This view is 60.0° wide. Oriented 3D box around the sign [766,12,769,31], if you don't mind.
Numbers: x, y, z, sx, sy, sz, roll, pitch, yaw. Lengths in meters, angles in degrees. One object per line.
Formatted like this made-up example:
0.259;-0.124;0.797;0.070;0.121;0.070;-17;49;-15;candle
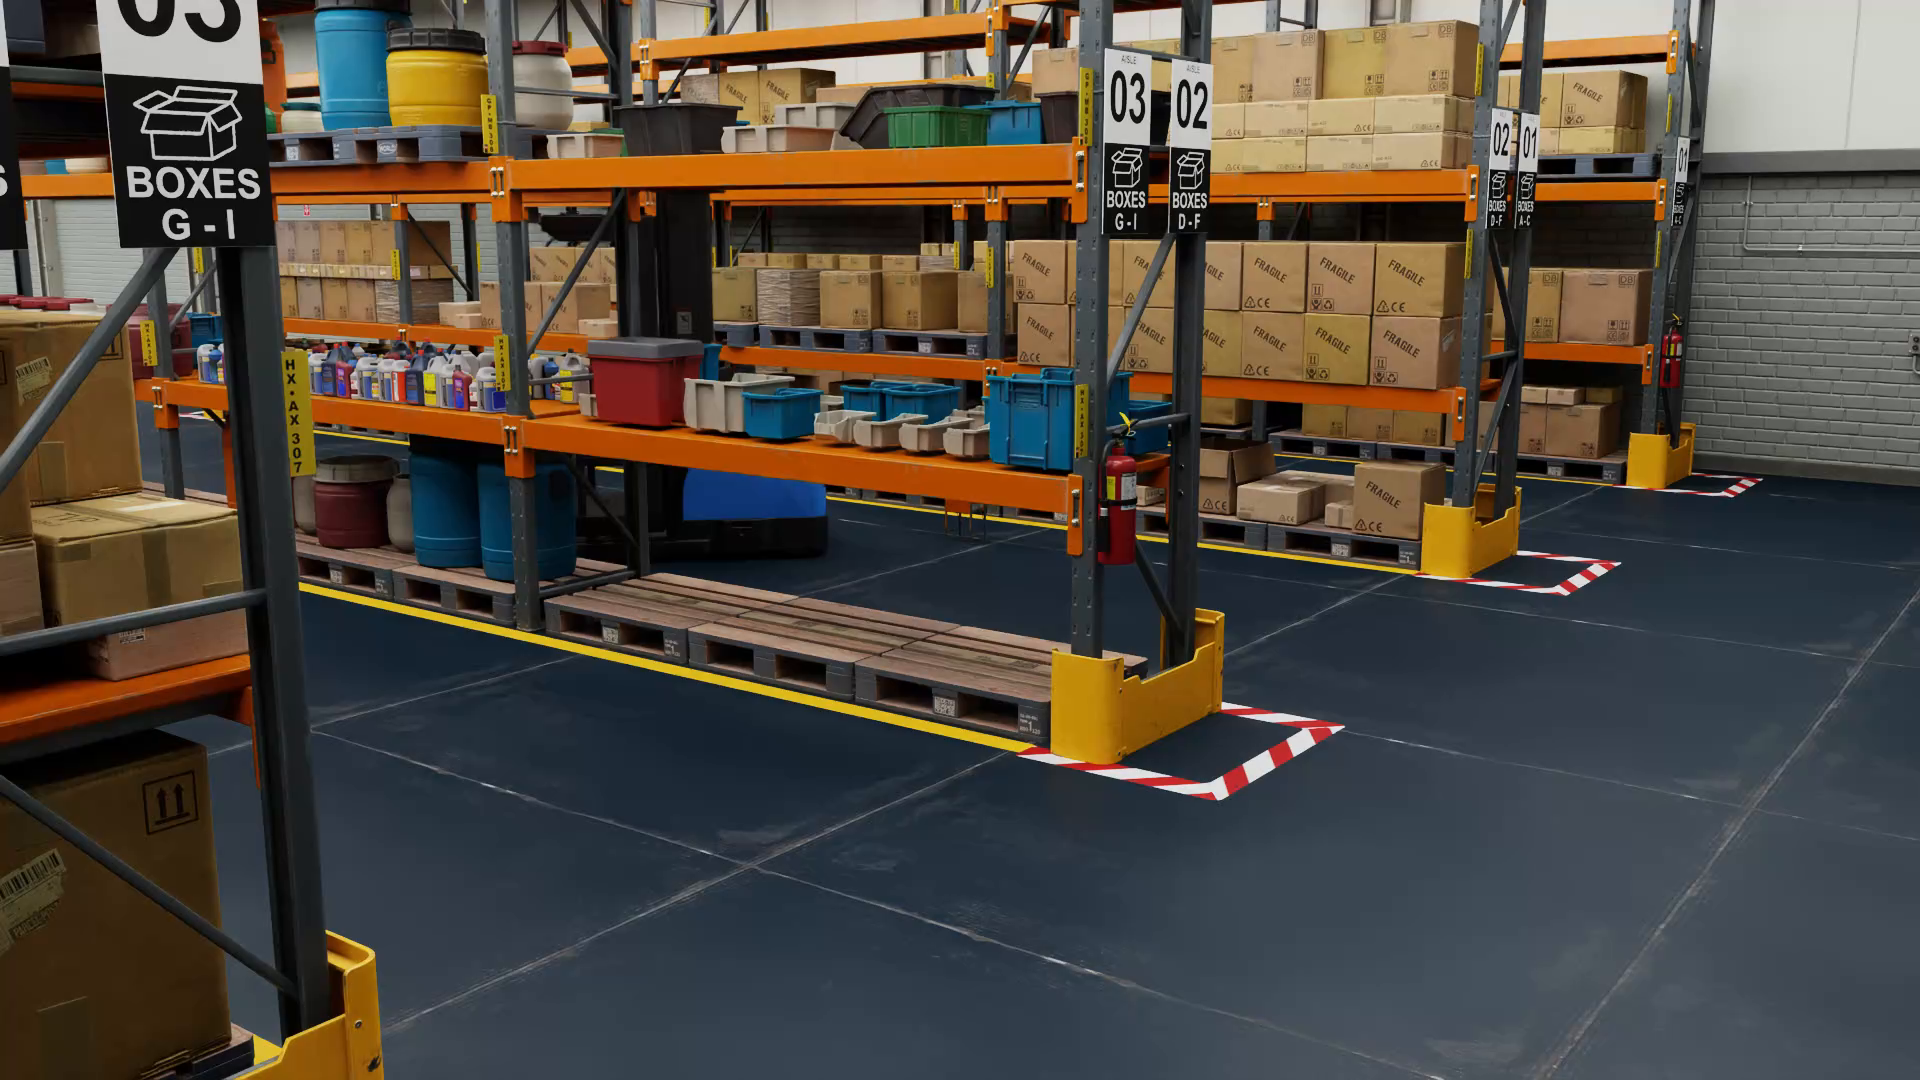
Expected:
-2.625;-6.972;22.501;0.005;0.325;0.100;8;13;36;sign

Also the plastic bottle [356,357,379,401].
-3.871;-1.062;10.946;0.135;0.276;0.152;8;13;36;plastic bottle

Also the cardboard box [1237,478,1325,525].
2.462;-0.298;12.752;0.500;0.250;0.500;8;13;36;cardboard box

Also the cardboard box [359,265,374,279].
-6.635;-3.069;19.023;0.250;0.149;0.380;7;13;34;cardboard box

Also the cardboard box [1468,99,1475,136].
3.534;-3.039;12.023;0.500;0.250;0.500;8;13;36;cardboard box

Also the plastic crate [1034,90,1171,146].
0.713;-2.033;8.090;0.590;0.269;0.497;8;13;36;plastic crate

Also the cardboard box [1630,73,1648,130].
6.277;-4.197;15.982;0.500;0.500;0.500;7;13;33;cardboard box

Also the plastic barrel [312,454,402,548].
-4.275;-0.281;11.830;0.708;0.588;0.600;8;13;36;plastic barrel

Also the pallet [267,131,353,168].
-3.971;-2.569;11.011;1.213;0.211;1.003;8;13;36;pallet

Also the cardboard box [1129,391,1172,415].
2.180;-1.809;19.036;0.750;0.750;0.750;8;14;37;cardboard box

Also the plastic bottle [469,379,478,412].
-2.984;-0.895;10.281;0.097;0.201;0.097;0;11;0;plastic bottle

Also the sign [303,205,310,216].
-11.850;-6.021;30.151;0.199;0.298;0.001;8;13;36;sign

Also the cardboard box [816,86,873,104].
-0.870;-3.741;14.941;0.600;0.600;0.600;7;13;33;cardboard box

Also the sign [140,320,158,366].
-5.909;-1.434;12.113;0.005;0.325;0.100;8;13;36;sign

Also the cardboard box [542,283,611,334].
-4.017;-2.432;17.438;0.500;0.500;0.500;7;13;33;cardboard box

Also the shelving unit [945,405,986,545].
0.043;-0.509;12.899;0.252;1.050;0.215;8;13;36;shelving unit

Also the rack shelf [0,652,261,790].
-3.685;0.348;5.230;4.000;0.370;1.077;8;13;36;rack shelf

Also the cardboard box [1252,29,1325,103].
2.551;-3.474;12.296;0.500;0.500;0.700;8;13;36;cardboard box

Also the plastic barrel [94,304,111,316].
-6.545;-1.576;12.986;0.421;0.512;0.421;0;11;0;plastic barrel

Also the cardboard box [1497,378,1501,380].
5.503;-1.547;16.894;0.250;0.149;0.380;8;14;36;cardboard box

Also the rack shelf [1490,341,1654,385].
5.111;-1.927;16.989;4.000;0.370;1.077;8;13;36;rack shelf

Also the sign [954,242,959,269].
-0.039;-3.401;19.870;0.005;0.325;0.100;8;13;36;sign

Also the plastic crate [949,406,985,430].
0.098;-0.642;8.988;0.298;0.136;0.250;8;13;36;plastic crate

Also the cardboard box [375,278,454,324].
-6.240;-2.744;19.053;0.500;0.500;0.700;8;13;34;cardboard box

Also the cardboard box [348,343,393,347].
-7.277;-2.139;20.347;0.500;0.500;0.500;8;13;36;cardboard box

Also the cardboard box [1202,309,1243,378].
2.046;-1.526;12.757;0.500;0.500;0.500;8;13;35;cardboard box

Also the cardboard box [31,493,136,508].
-2.723;-0.006;4.775;0.500;0.250;0.500;8;13;35;cardboard box

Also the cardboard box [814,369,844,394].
-1.513;-2.199;21.924;0.500;0.500;0.700;8;14;36;cardboard box

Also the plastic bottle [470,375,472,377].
-3.110;-0.948;10.557;0.097;0.201;0.097;0;11;0;plastic bottle

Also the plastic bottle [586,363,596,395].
-2.408;-1.038;10.805;0.133;0.283;0.061;8;13;36;plastic bottle

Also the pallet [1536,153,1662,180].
6.119;-3.567;15.905;1.213;0.211;1.003;8;13;36;pallet

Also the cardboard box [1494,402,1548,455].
5.696;-1.154;16.574;0.500;0.500;0.700;8;13;35;cardboard box

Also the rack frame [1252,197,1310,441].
3.499;-2.505;18.083;0.127;3.000;1.000;8;13;36;rack frame

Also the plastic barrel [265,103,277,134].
-4.871;-2.887;11.460;0.294;0.245;0.294;0;11;0;plastic barrel

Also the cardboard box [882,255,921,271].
-0.577;-3.330;20.925;0.500;0.500;0.700;6;13;30;cardboard box

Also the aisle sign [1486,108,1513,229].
3.667;-2.519;11.307;0.004;0.787;0.394;8;13;36;aisle sign

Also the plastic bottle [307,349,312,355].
-4.929;-1.345;12.608;0.097;0.201;0.097;0;11;0;plastic bottle

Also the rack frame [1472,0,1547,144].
3.794;-4.242;11.266;0.127;3.000;1.000;8;13;36;rack frame

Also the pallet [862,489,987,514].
-0.108;-0.463;14.868;1.213;0.211;1.003;8;13;36;pallet

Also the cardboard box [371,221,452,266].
-6.240;-3.381;18.930;0.500;0.500;0.700;8;14;36;cardboard box

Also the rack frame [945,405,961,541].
-0.055;-0.523;12.970;0.008;1.050;0.200;8;13;36;rack frame

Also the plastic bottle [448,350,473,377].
-3.215;-1.040;10.637;0.185;0.351;0.144;8;13;36;plastic bottle

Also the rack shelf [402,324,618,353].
-4.266;-2.068;17.716;4.000;0.370;1.077;8;13;36;rack shelf

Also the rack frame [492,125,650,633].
-2.365;-0.989;10.243;0.127;3.000;1.000;8;13;36;rack frame

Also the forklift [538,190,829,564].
-2.543;-1.362;12.356;3.031;2.935;1.130;-2;11;-8;forklift

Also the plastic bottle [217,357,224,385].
-5.276;-1.215;11.934;0.097;0.201;0.097;0;11;0;plastic bottle

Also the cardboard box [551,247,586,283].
-5.574;-4.002;24.187;0.500;0.500;0.500;8;14;36;cardboard box

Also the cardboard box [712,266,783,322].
-2.080;-2.398;16.159;0.500;0.500;0.700;3;11;17;cardboard box

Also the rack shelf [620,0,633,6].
-0.753;-3.160;8.617;4.000;0.370;1.077;8;13;36;rack shelf

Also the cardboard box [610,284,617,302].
-4.728;-3.516;23.647;0.500;0.250;0.500;8;14;36;cardboard box

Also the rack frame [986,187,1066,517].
0.570;-1.747;14.161;0.127;3.000;1.000;8;13;36;rack frame

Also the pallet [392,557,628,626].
-2.963;0.287;10.989;1.213;0.211;1.003;8;13;36;pallet

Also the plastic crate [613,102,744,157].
-1.526;-2.216;9.032;0.590;0.269;0.497;8;13;36;plastic crate

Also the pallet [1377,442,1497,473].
5.053;-0.902;17.135;1.213;0.211;1.003;8;13;36;pallet

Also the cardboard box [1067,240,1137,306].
1.199;-2.133;13.260;0.500;0.500;0.500;7;13;34;cardboard box
